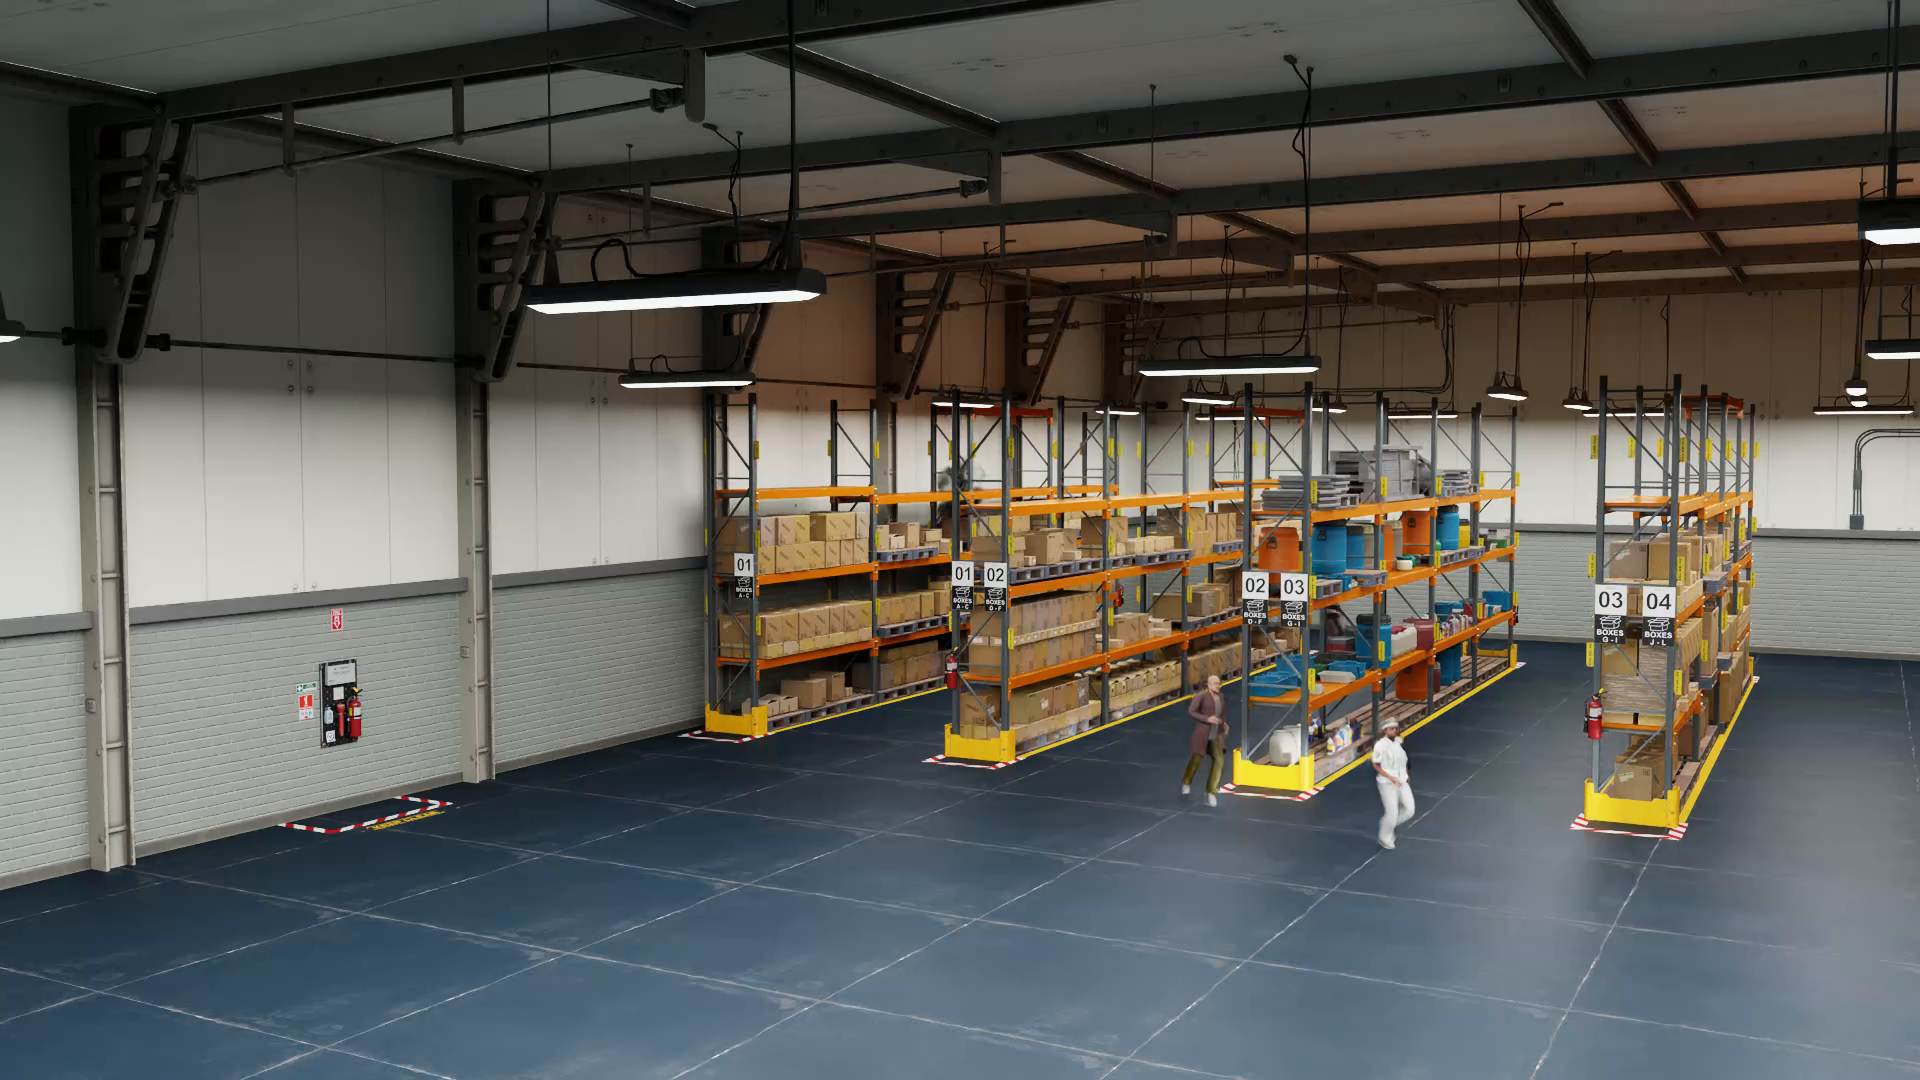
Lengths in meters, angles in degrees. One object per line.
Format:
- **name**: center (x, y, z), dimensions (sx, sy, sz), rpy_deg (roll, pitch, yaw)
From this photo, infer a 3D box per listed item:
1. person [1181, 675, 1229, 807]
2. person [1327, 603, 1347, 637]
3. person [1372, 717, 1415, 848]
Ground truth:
- **person**: center (3.553, 2.837, 23.791), dimensions (0.741, 1.816, 0.931), rpy_deg (-1, 3, -20)
- **person**: center (9.225, 1.928, 41.090), dimensions (0.622, 1.655, 0.646), rpy_deg (-1, 3, -25)
- **person**: center (5.462, 3.046, 20.895), dimensions (0.588, 1.663, 0.512), rpy_deg (-2, 3, -27)
